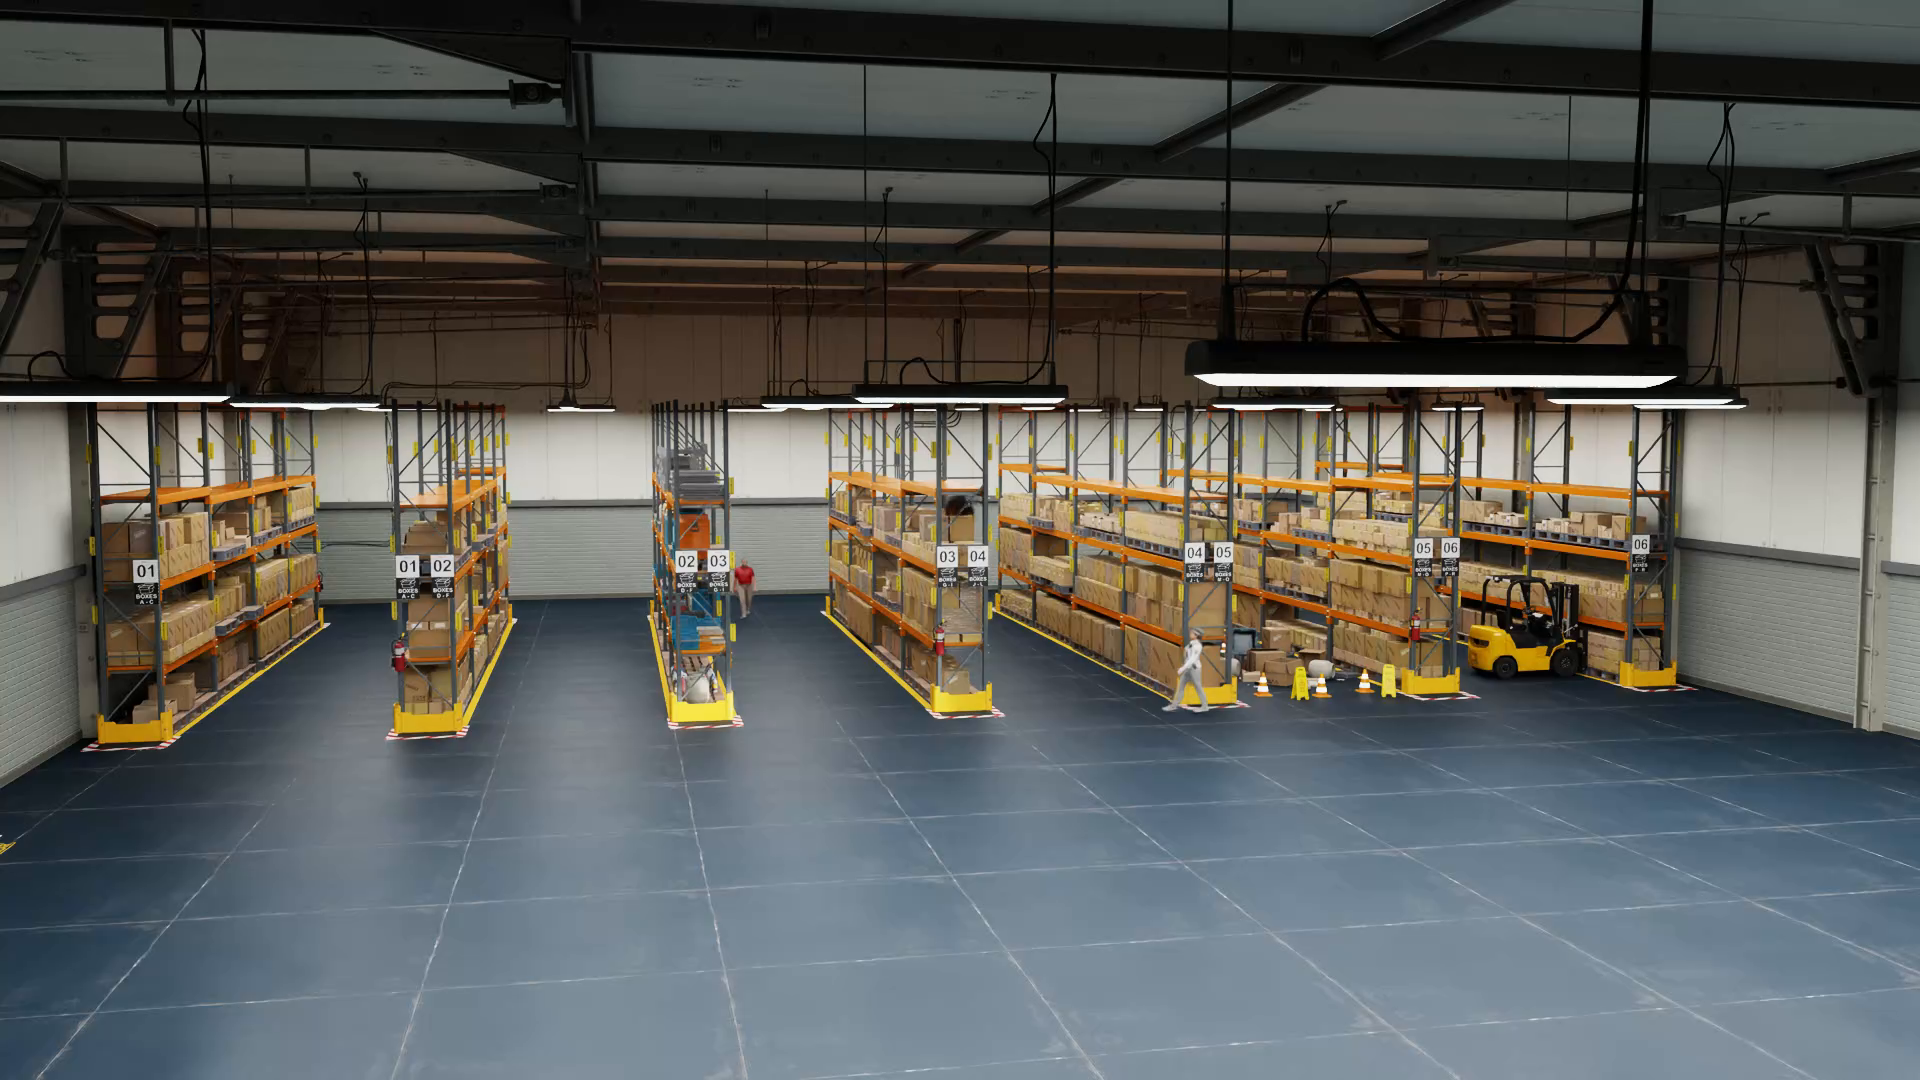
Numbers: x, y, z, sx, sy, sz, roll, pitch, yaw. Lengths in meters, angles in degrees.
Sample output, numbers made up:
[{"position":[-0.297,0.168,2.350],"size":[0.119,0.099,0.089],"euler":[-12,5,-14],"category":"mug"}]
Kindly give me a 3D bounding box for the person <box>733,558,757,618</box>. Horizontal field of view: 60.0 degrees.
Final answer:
[{"position":[-6.078,1.350,46.953],"size":[0.629,1.675,1.086],"euler":[-1,4,-16],"category":"person"}]

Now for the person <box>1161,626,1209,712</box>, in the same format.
[{"position":[4.296,2.478,31.850],"size":[0.749,1.659,0.525],"euler":[-1,4,-15],"category":"person"}]
